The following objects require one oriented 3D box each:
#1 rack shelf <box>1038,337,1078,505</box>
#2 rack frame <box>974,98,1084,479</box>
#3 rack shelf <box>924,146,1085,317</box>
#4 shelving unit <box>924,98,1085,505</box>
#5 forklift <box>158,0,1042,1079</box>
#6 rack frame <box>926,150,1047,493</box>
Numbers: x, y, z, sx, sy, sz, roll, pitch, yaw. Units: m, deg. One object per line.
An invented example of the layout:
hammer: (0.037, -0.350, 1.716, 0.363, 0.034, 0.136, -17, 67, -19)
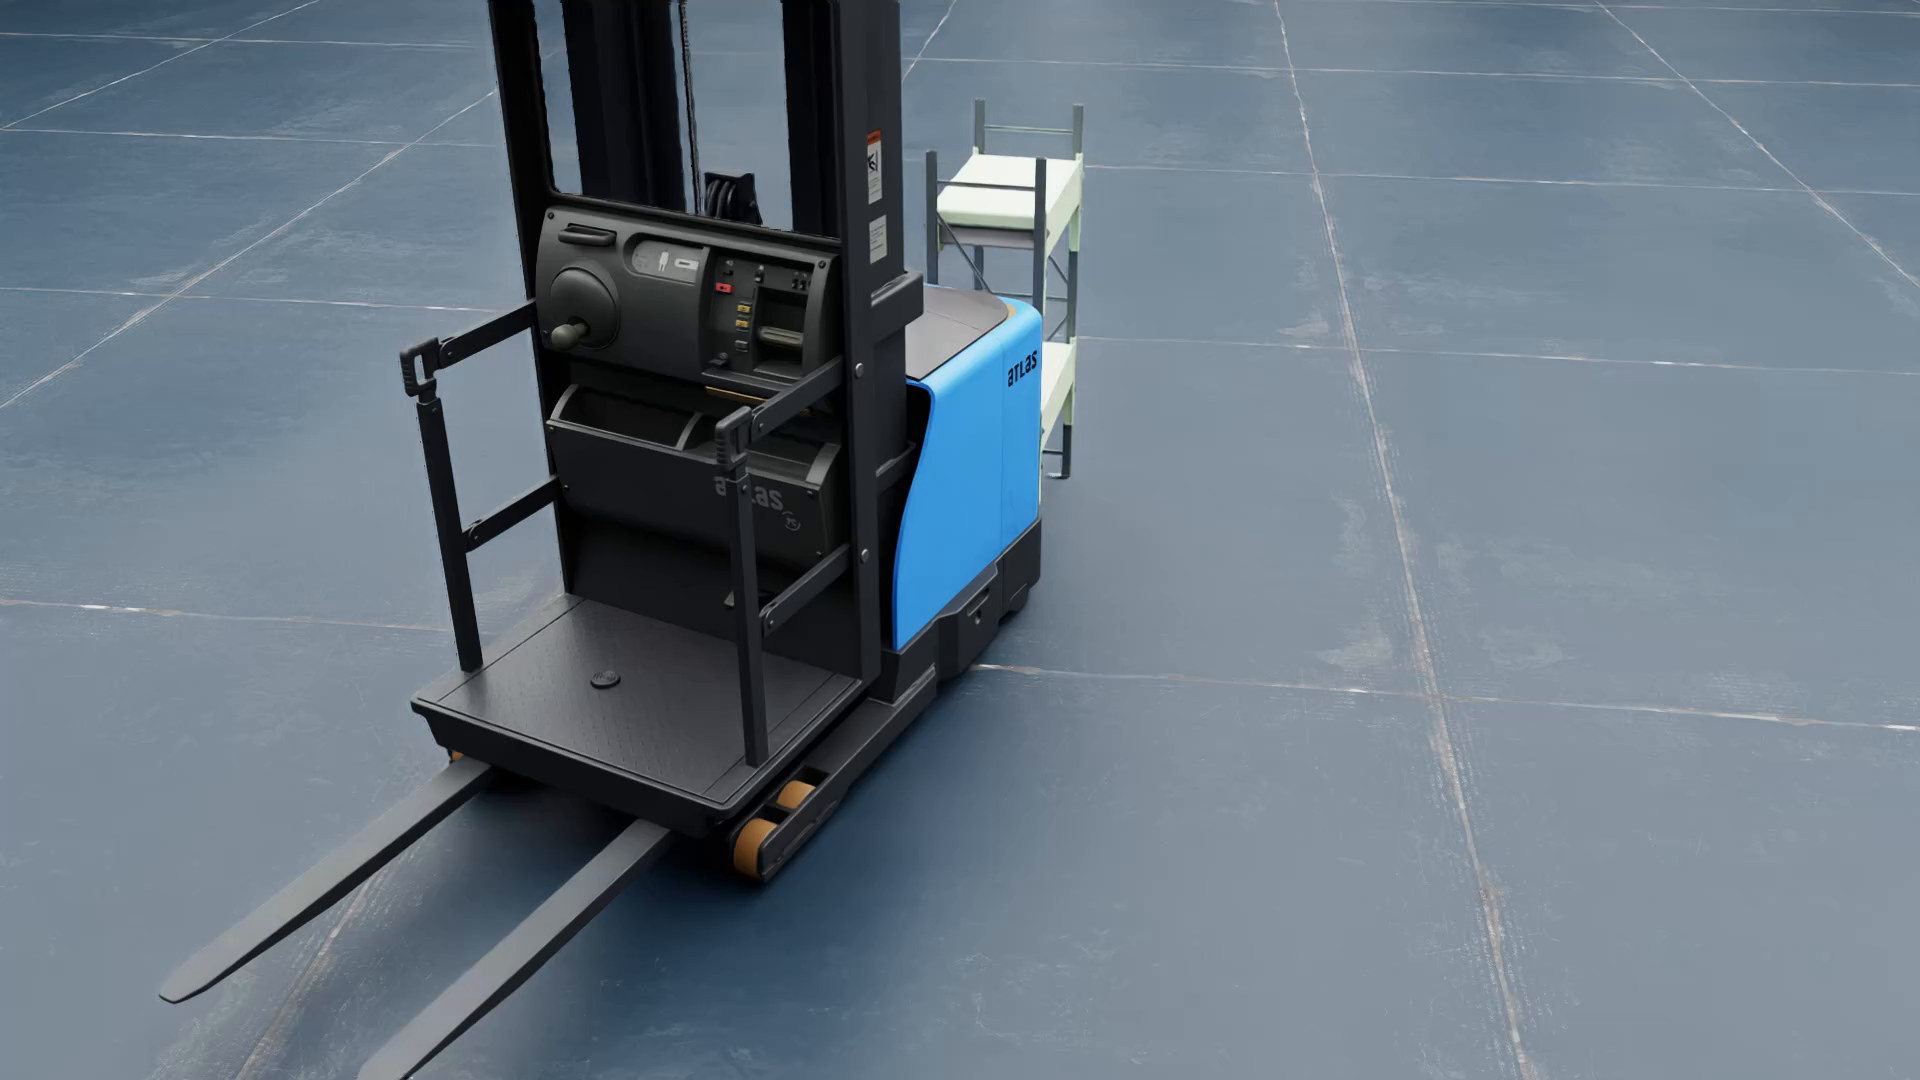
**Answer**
rack shelf: (0.168, -0.478, 6.243, 0.431, 0.370, 0.720, 6, 29, 11)
rack frame: (0.251, -0.934, 6.402, 0.400, 1.500, 0.023, 6, 29, 11)
rack shelf: (0.168, -1.108, 5.903, 0.431, 0.370, 0.720, 6, 29, 11)
shelving unit: (0.168, -0.765, 6.088, 0.431, 1.500, 0.755, 6, 29, 11)
forklift: (-0.850, -0.607, 4.286, 1.130, 2.935, 3.031, 14, 31, 24)
rack frame: (0.085, -0.596, 5.774, 0.400, 1.500, 0.023, 6, 29, 11)
